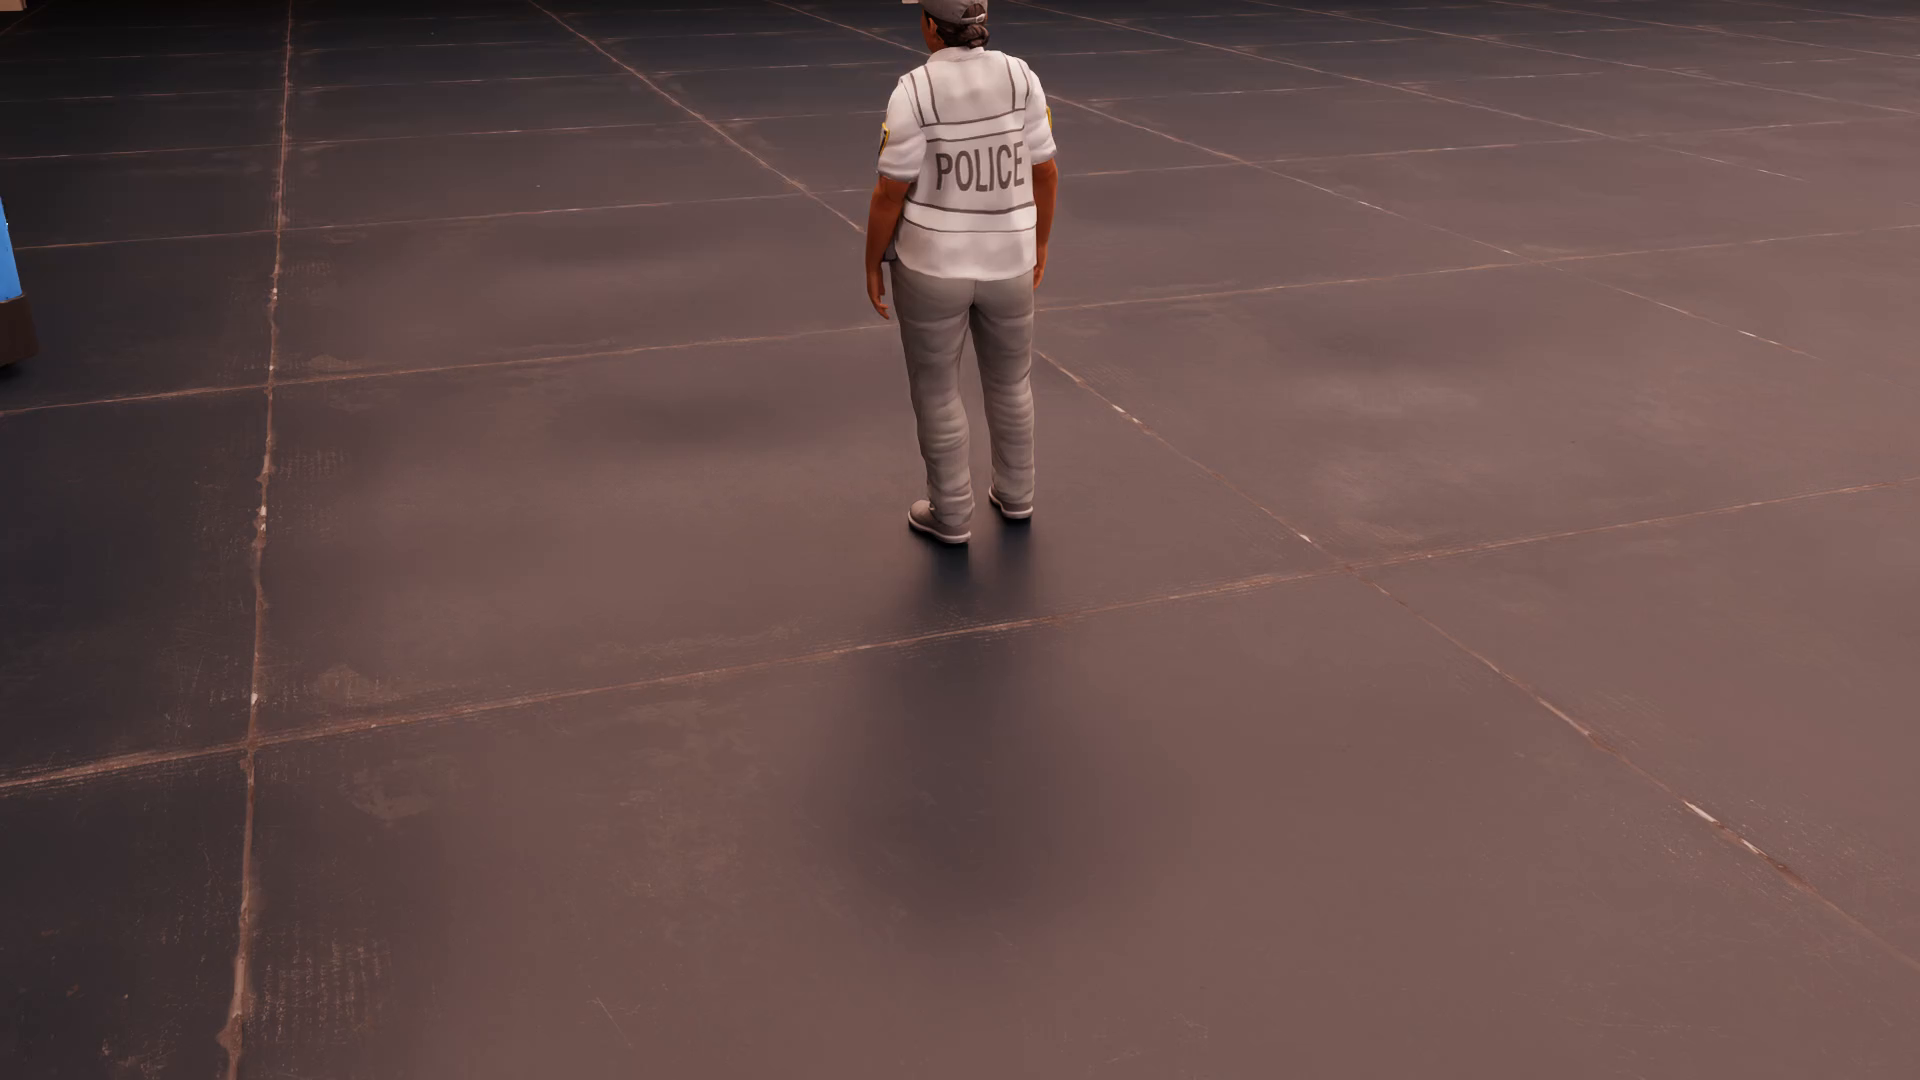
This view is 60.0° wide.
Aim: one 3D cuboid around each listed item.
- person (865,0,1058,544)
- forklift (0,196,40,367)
[{"bbox_3d":[-0.005,-0.807,4.827,0.598,1.670,0.529,-8,24,-18],"label":"person"},{"bbox_3d":[-5.275,-2.042,6.154,3.031,2.935,1.130,7,24,16],"label":"forklift"}]
